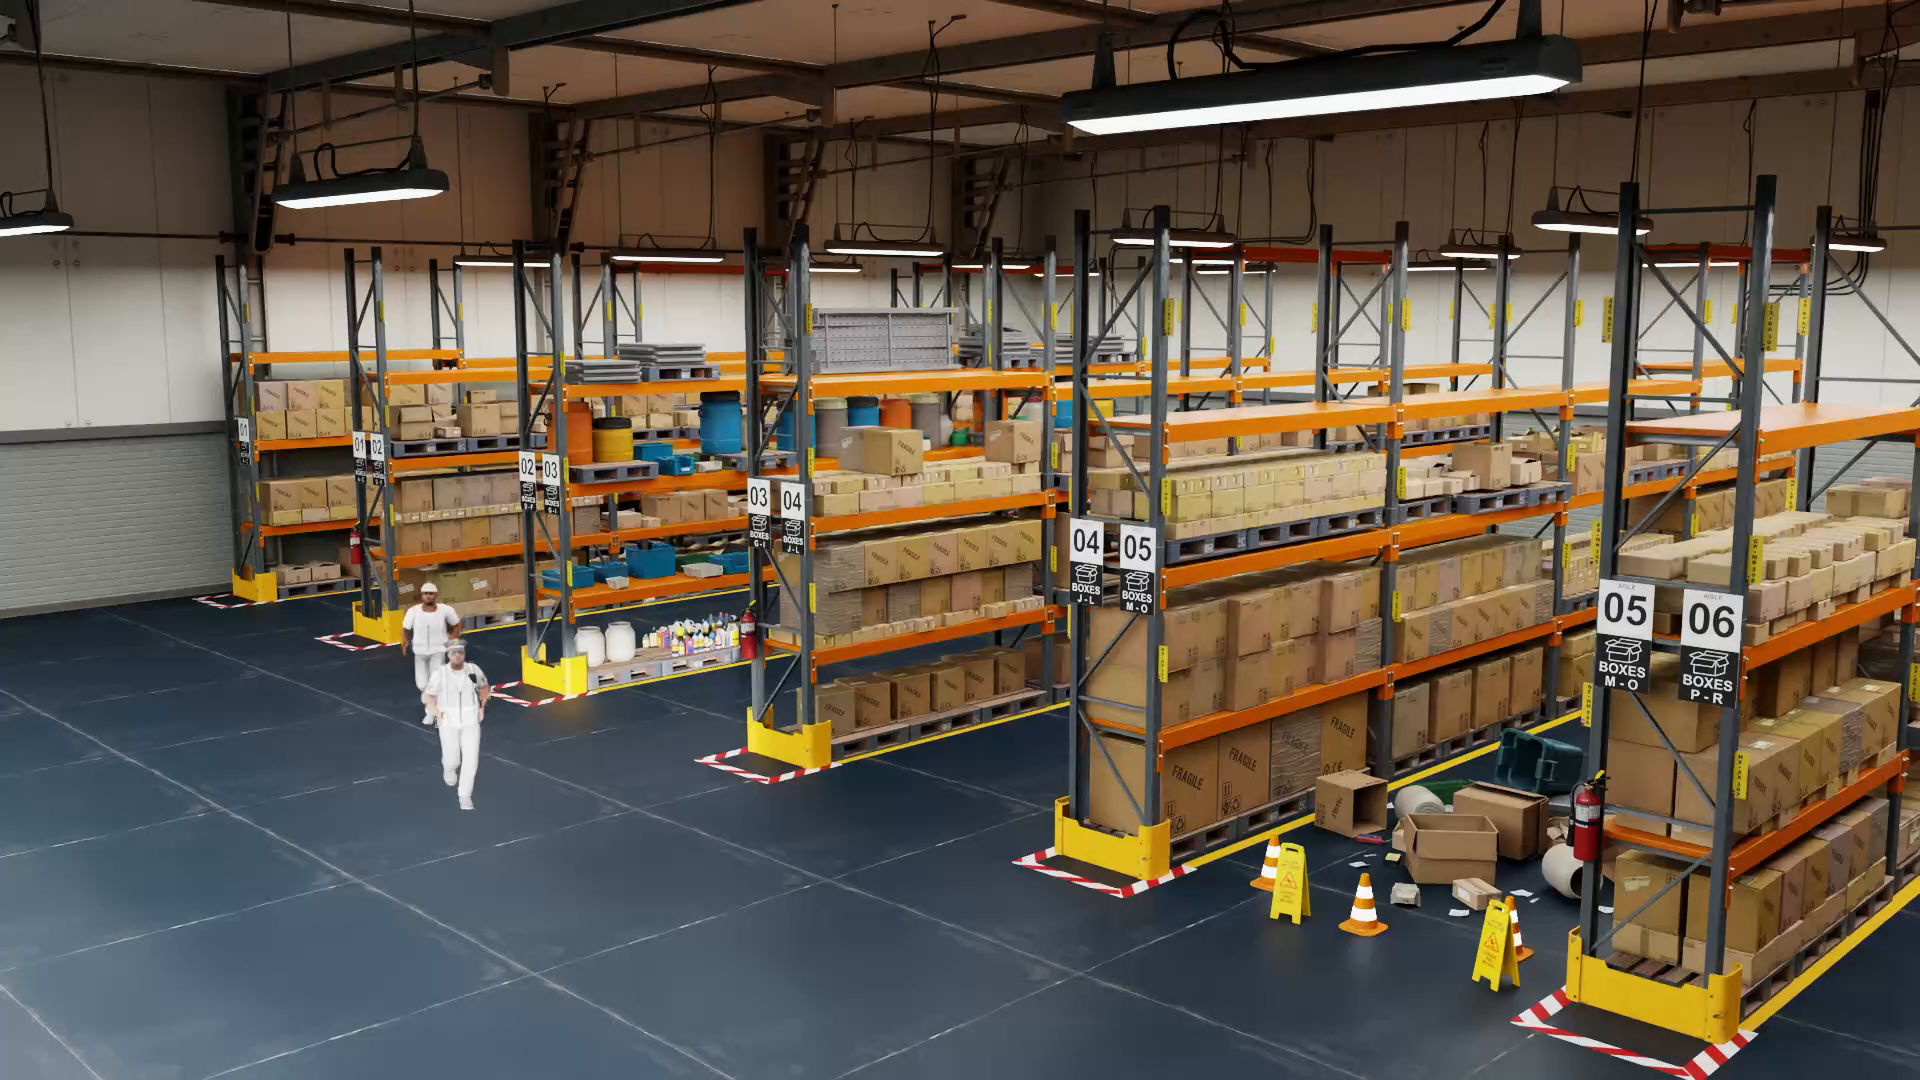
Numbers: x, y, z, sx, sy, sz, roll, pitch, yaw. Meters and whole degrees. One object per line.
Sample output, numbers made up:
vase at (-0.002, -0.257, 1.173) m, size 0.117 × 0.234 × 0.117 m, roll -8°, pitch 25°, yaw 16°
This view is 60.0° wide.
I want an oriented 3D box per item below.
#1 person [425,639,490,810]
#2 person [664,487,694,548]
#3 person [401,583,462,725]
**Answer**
person at (-5.201, 1.873, 17.283) m, size 0.663 × 1.757 × 0.752 m, roll -4°, pitch 9°, yaw -24°
person at (-5.533, -0.321, 32.682) m, size 0.715 × 1.733 × 0.813 m, roll 6°, pitch 10°, yaw 36°
person at (-6.600, 1.389, 20.773) m, size 0.717 × 1.737 × 0.766 m, roll -2°, pitch 8°, yaw -11°
